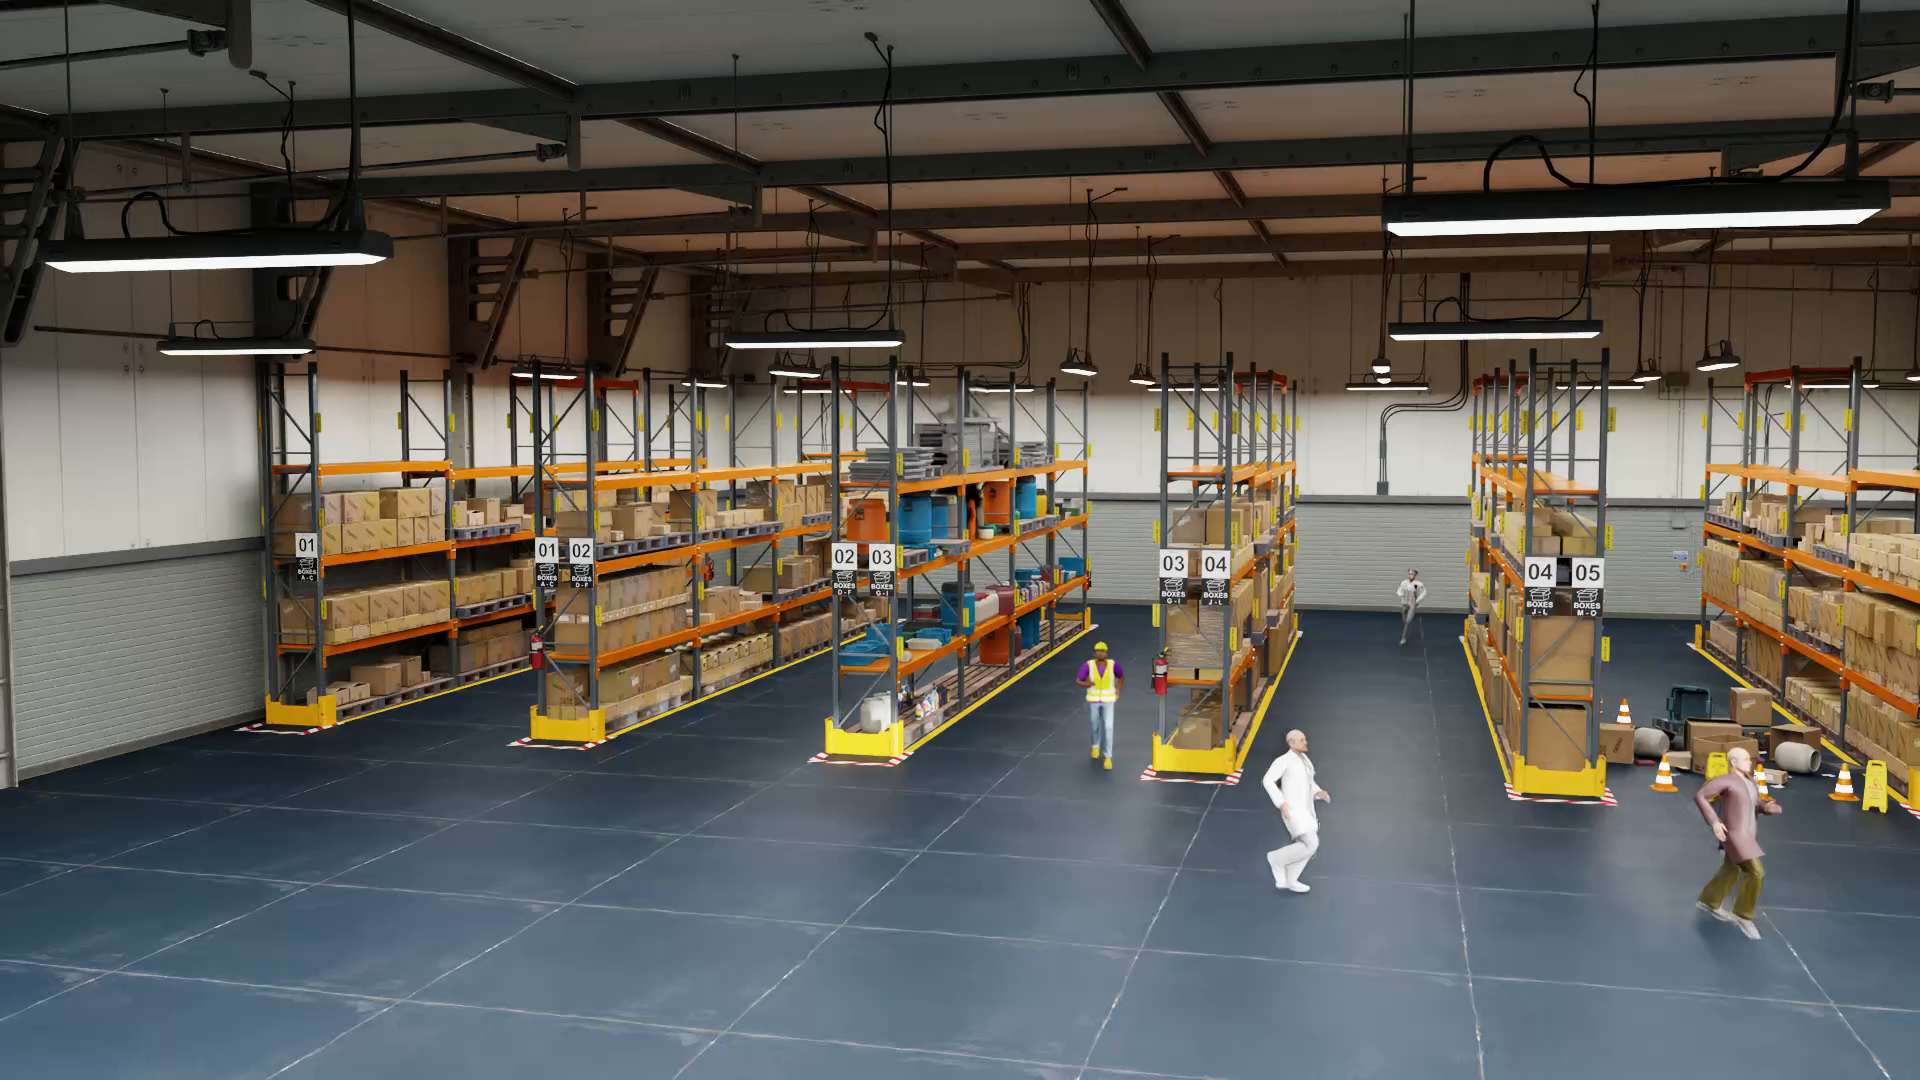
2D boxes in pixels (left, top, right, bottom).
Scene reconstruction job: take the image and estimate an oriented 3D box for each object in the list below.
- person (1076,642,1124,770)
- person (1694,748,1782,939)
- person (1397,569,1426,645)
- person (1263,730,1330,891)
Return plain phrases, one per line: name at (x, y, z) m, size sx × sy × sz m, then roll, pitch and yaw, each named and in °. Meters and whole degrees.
person at (2.044, 2.395, 24.372) m, size 0.698 × 1.812 × 0.832 m, roll 1°, pitch 4°, yaw 7°
person at (7.667, 2.967, 16.379) m, size 0.668 × 1.848 × 0.803 m, roll -4°, pitch 5°, yaw -42°
person at (10.251, 1.498, 37.838) m, size 0.618 × 1.718 × 0.852 m, roll 3°, pitch 5°, yaw 34°
person at (3.618, 2.890, 17.701) m, size 0.628 × 1.732 × 0.704 m, roll 3°, pitch 5°, yaw 38°
